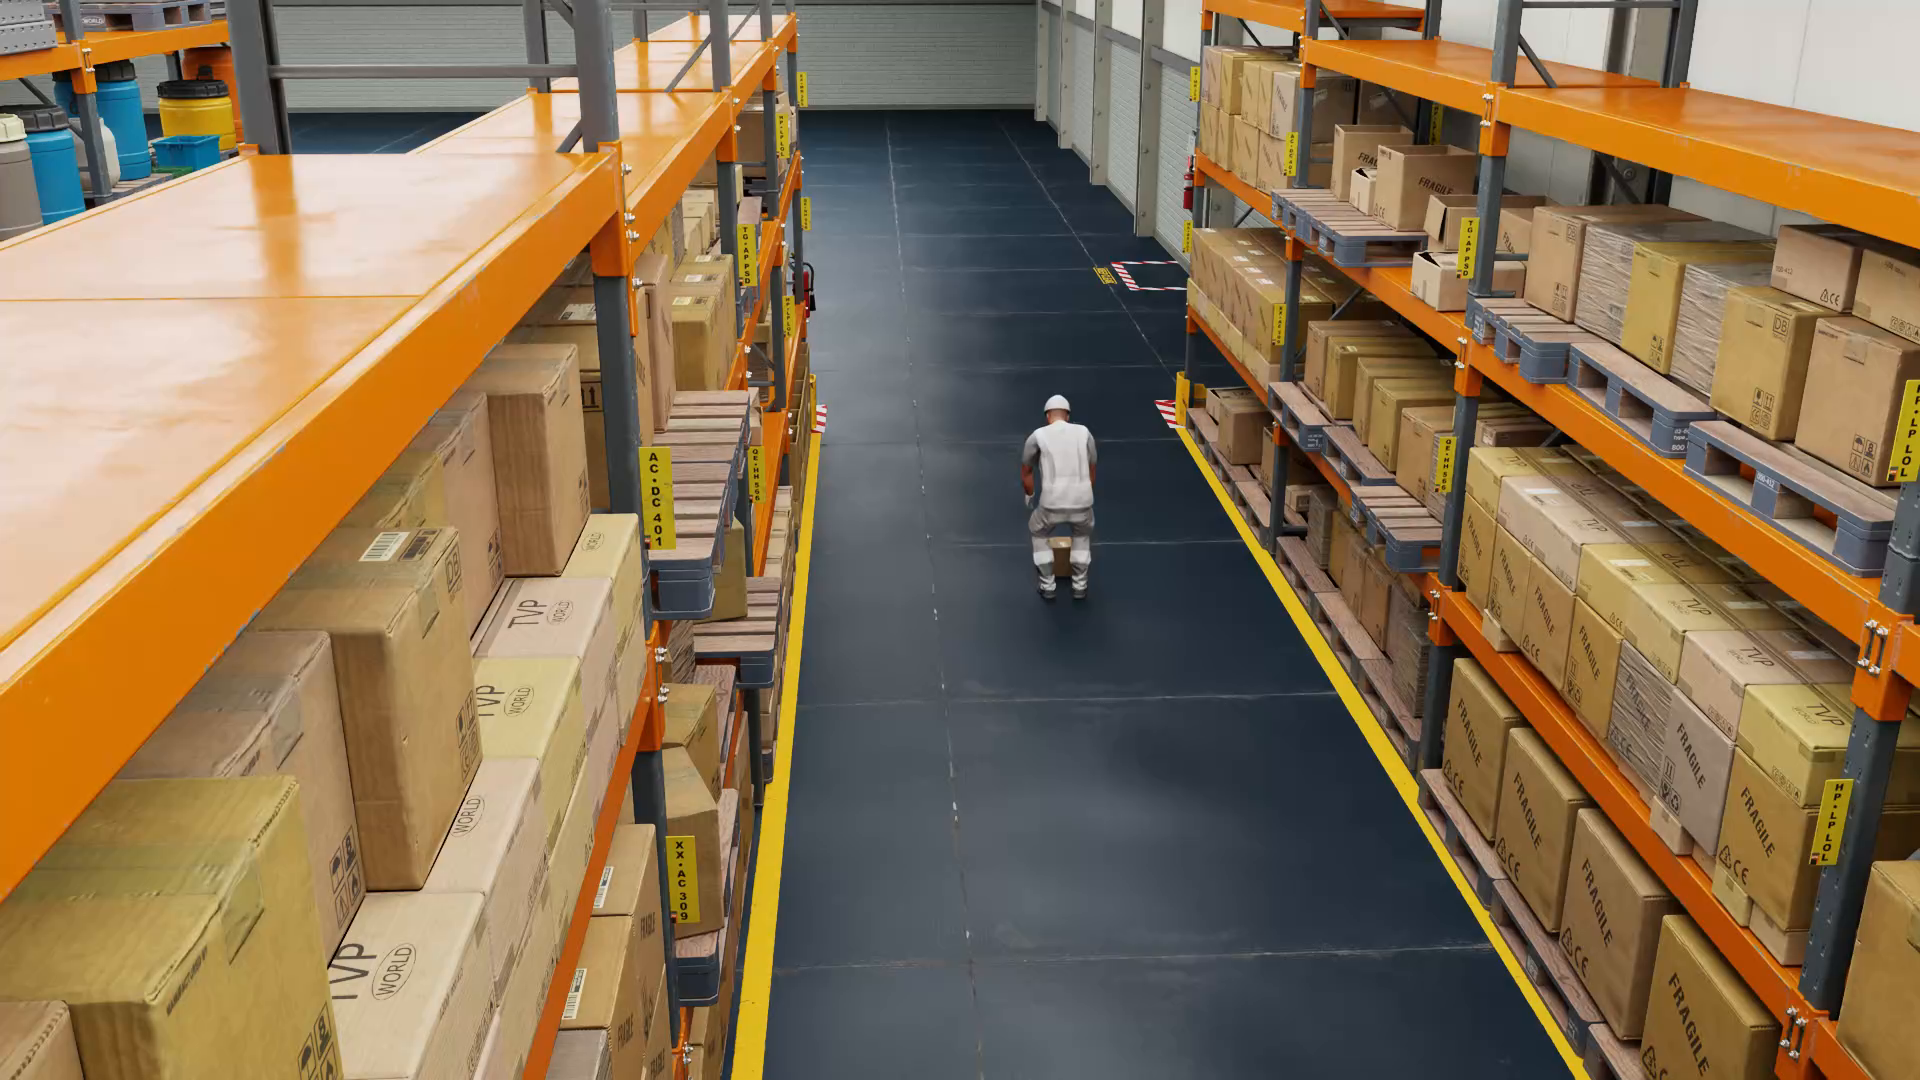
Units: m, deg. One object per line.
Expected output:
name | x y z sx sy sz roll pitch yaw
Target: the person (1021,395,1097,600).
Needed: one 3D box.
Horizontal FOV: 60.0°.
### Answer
person | 0.759 -0.317 12.782 0.579 1.528 0.690 -1 20 -3
